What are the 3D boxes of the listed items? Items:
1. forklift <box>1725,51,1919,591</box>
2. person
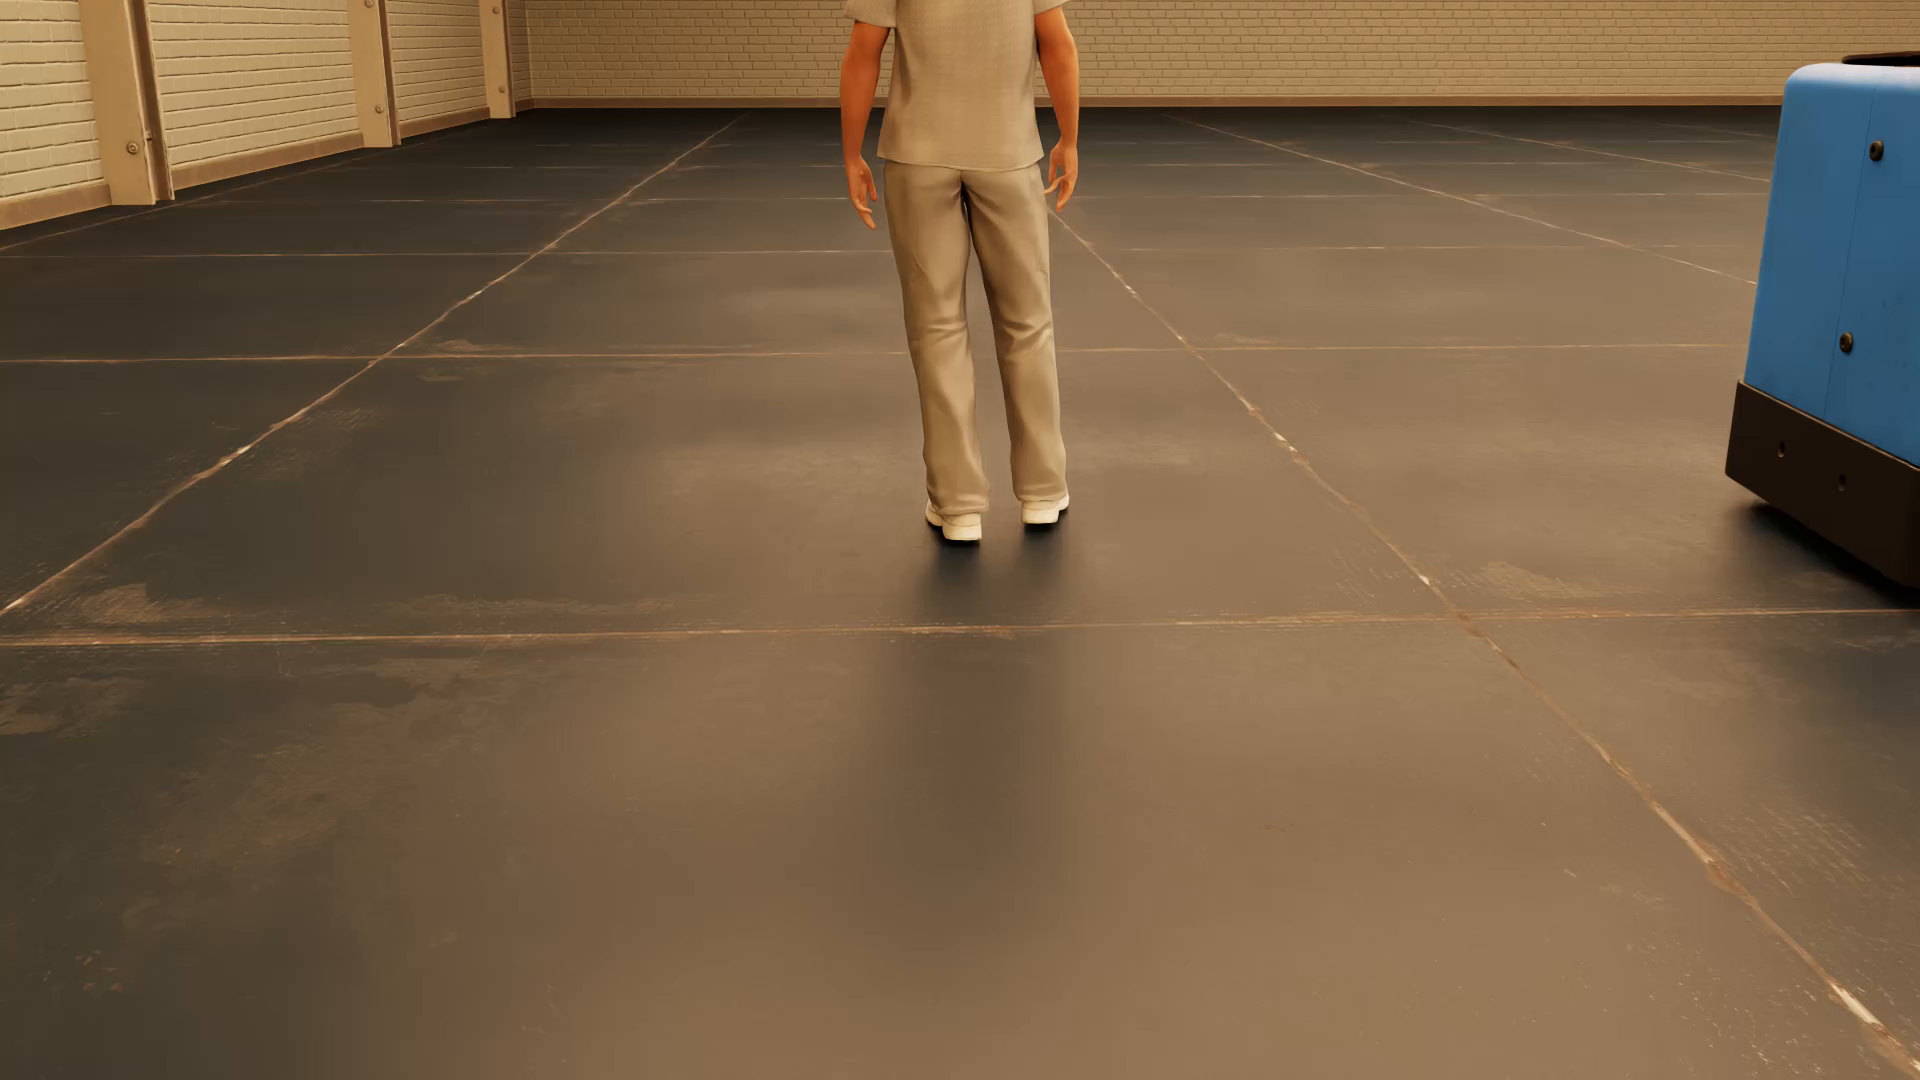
[{"bbox_3d":[3.434,-1.353,3.331,3.031,2.935,1.130,1,17,2],"label":"forklift"},{"bbox_3d":[0.010,-0.830,3.742,0.549,1.675,0.549,-1,17,-3],"label":"person"}]
